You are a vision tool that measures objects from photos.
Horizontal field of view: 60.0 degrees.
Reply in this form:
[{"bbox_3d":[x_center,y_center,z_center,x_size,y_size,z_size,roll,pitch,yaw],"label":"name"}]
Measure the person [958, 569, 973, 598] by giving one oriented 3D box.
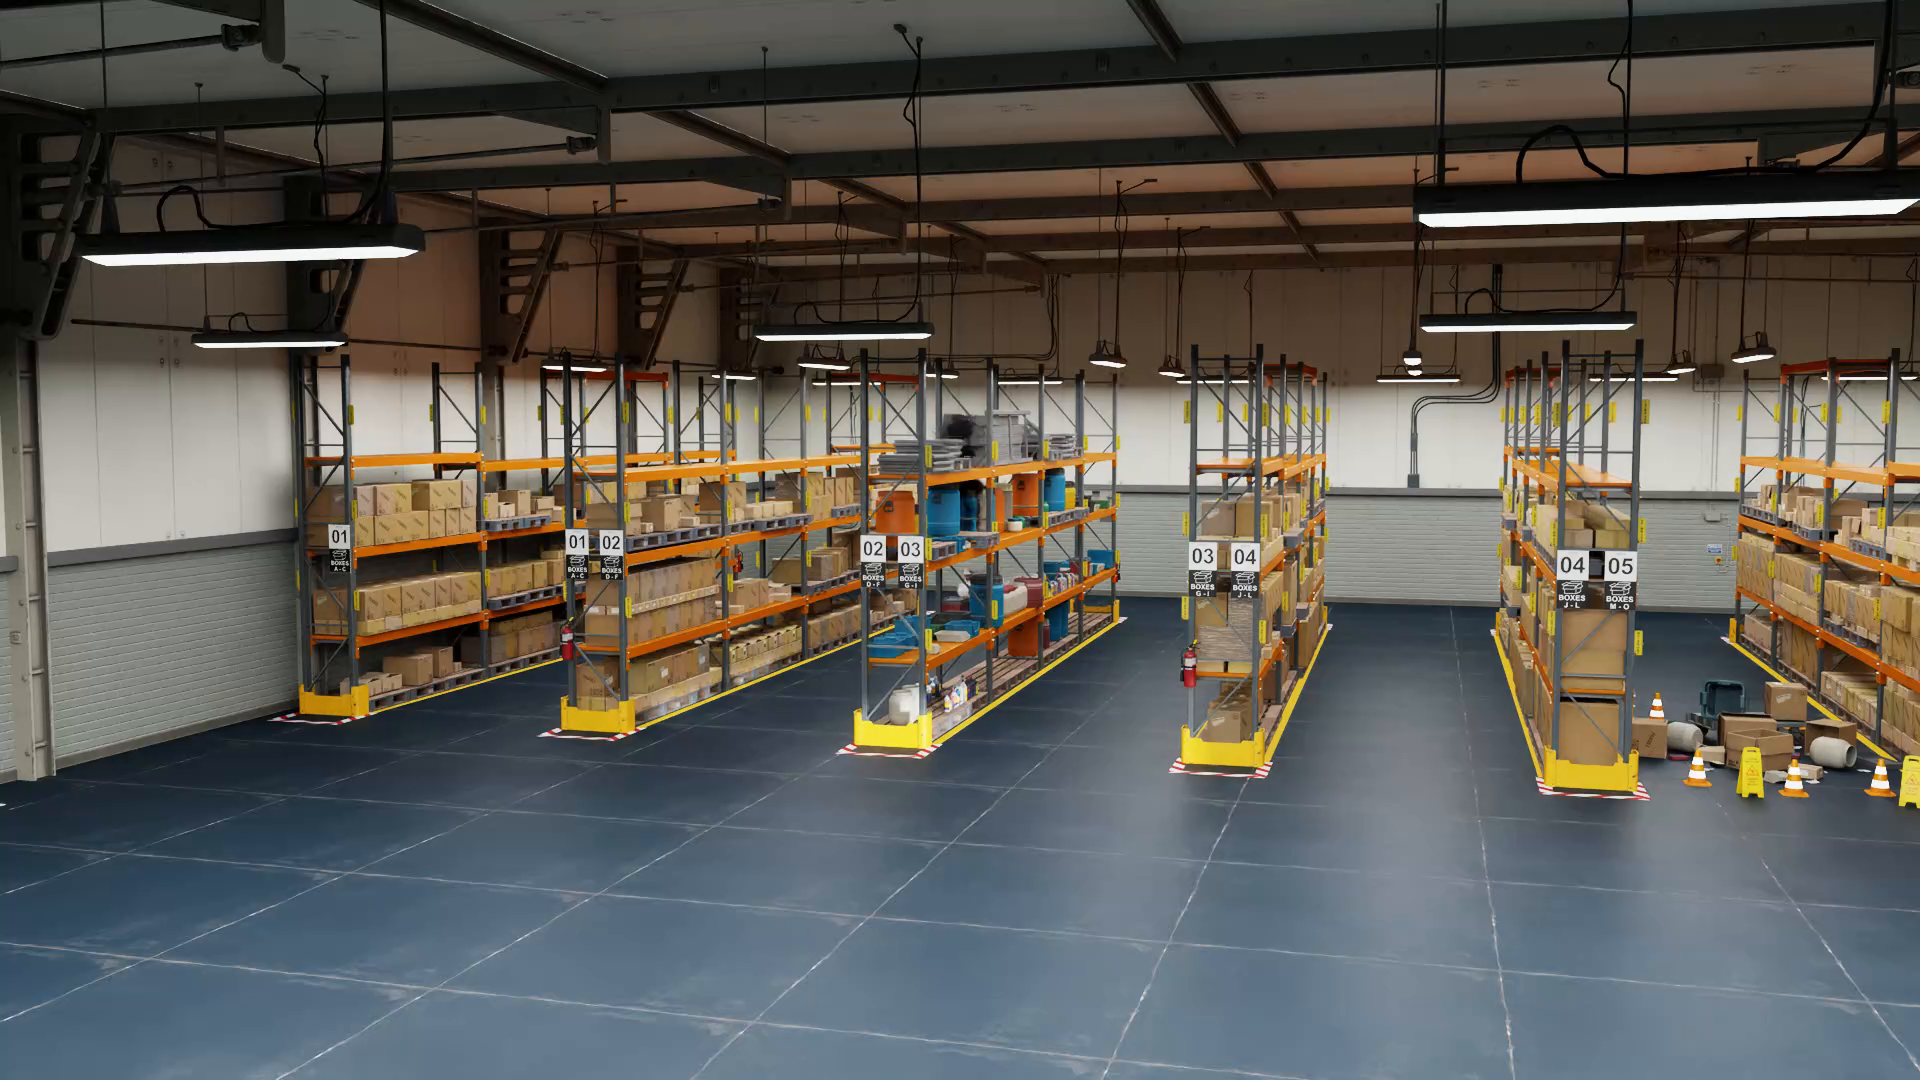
[{"bbox_3d":[0.154,1.469,35.812,0.581,1.733,0.848,2,5,26],"label":"person"}]
